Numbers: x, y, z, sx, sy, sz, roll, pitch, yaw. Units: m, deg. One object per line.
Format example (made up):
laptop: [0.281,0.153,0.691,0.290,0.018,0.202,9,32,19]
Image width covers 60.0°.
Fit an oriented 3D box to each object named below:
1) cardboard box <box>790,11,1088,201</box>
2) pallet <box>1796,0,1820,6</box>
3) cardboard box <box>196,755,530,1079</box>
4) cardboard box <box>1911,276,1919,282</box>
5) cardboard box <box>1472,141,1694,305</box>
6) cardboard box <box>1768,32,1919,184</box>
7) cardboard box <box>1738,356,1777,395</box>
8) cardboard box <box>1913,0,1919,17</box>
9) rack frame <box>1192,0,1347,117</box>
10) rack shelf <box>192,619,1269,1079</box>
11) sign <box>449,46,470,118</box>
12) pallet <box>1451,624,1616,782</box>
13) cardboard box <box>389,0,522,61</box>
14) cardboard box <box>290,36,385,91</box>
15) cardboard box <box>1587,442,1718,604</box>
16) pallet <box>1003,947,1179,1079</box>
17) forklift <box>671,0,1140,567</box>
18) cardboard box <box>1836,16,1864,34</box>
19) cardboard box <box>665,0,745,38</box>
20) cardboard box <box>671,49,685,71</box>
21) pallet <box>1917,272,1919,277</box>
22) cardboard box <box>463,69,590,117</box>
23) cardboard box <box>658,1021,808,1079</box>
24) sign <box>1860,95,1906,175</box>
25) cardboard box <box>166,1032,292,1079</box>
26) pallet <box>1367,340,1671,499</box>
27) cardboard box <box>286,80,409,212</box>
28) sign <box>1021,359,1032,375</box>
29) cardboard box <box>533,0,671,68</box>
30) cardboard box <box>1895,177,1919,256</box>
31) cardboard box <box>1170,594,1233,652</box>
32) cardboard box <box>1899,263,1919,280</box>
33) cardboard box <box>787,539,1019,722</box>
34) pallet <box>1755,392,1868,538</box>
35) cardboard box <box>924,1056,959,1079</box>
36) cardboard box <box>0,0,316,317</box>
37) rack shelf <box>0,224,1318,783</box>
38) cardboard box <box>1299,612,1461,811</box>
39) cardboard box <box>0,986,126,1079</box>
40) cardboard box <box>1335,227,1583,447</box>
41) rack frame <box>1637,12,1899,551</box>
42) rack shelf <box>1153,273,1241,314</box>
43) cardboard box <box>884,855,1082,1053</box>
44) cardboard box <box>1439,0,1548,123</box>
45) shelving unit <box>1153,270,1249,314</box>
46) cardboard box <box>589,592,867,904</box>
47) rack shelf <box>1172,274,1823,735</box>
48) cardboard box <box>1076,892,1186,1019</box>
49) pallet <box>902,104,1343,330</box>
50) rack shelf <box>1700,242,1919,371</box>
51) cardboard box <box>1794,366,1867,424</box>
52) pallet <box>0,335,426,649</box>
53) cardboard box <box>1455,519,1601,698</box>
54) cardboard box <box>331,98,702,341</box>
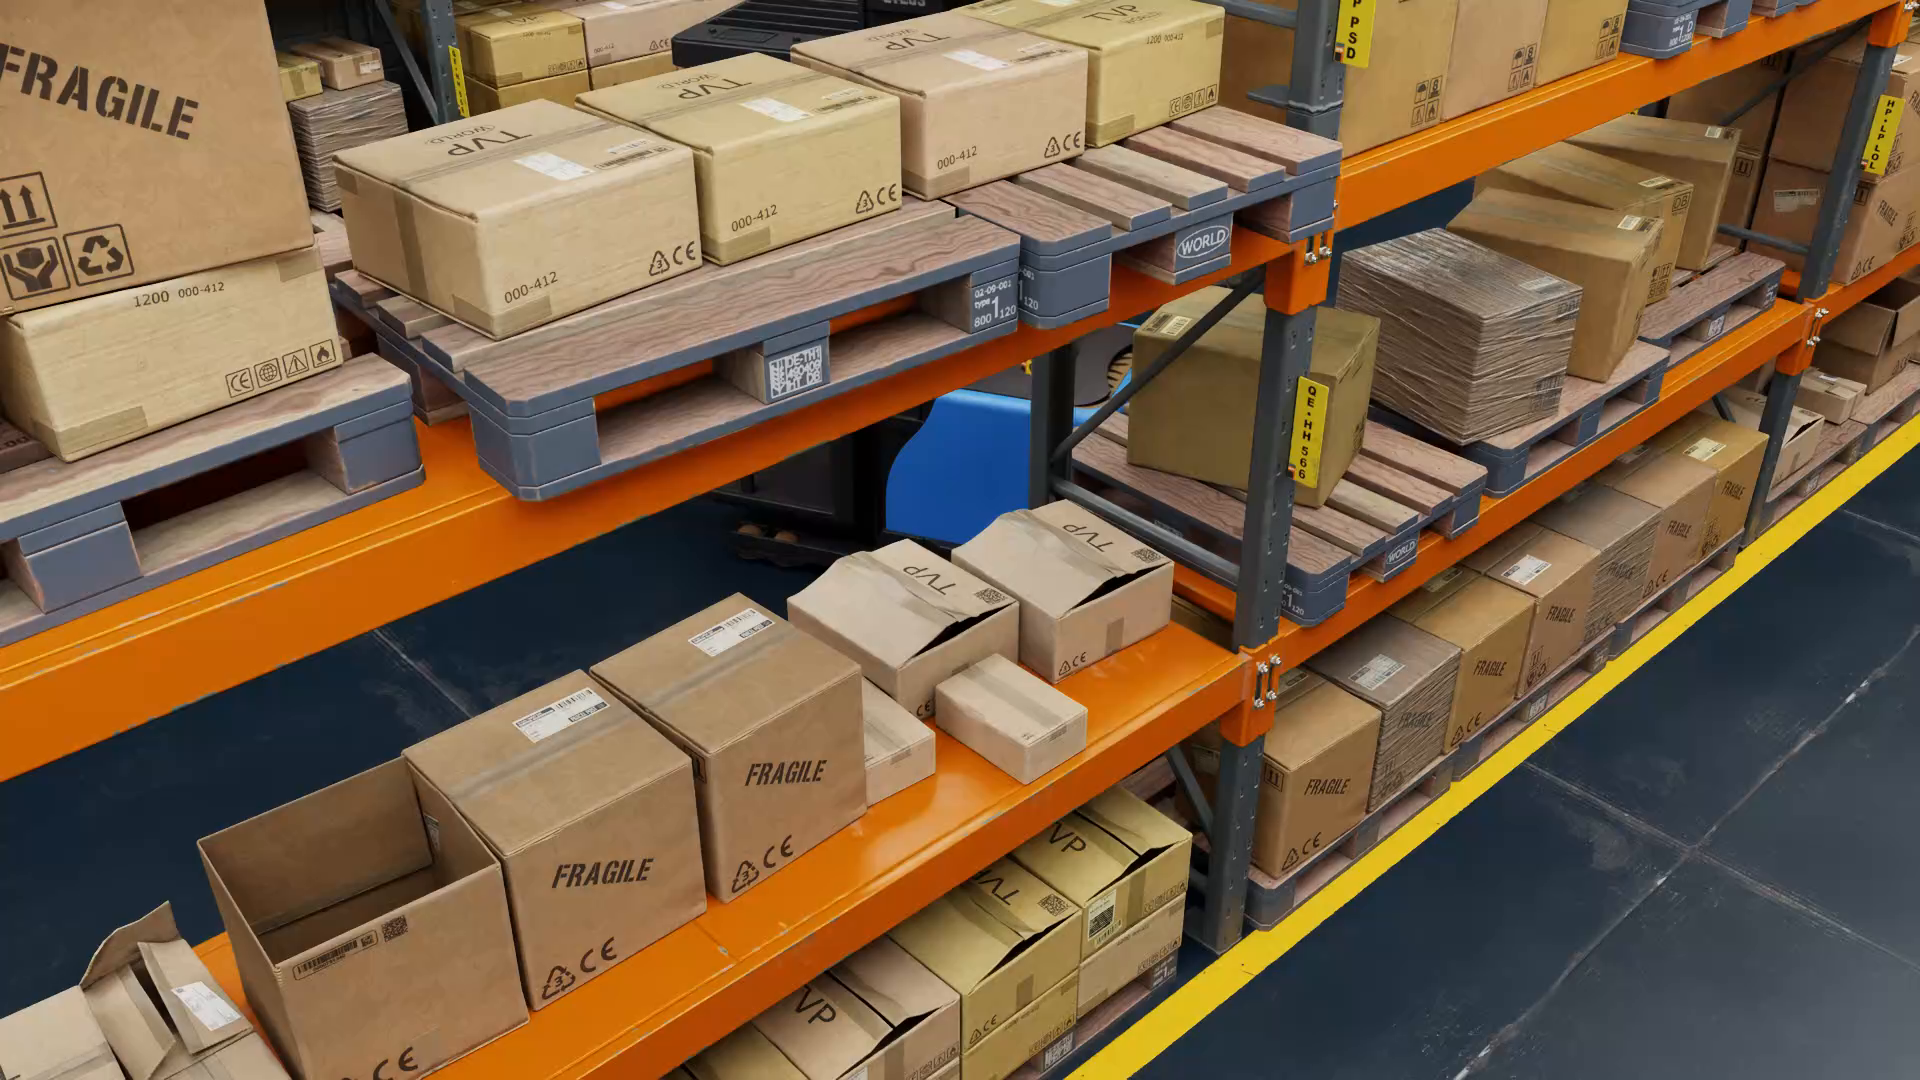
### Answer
cardboard box: [-0.050,-1.043,3.945,0.500,0.250,0.500,-25,39,-34]
pallet: [3.024,-2.437,6.665,1.003,0.211,1.213,-26,40,-35]
cardboard box: [-1.356,0.900,3.807,0.500,0.500,0.500,-23,38,-32]
cardboard box: [5.893,-1.443,10.029,0.250,0.166,0.380,-26,40,-35]
cardboard box: [2.589,-1.313,7.023,0.500,0.500,0.700,-19,36,-28]
cardboard box: [4.086,-1.970,7.543,0.500,0.500,0.500,-25,39,-34]
cardboard box: [4.324,-1.059,9.262,0.500,0.311,0.500,-26,40,-35]
cardboard box: [4.842,-2.336,8.140,0.500,0.500,0.500,-27,41,-37]
rack frame: [0.616,-2.582,3.847,0.127,3.000,1.000,-26,40,-35]
rack shelf: [-0.850,0.993,4.440,4.000,0.370,1.077,-26,40,-35]
sign: [-2.379,-2.173,7.894,0.005,0.325,0.100,-26,40,-35]
pallet: [2.084,0.486,7.253,1.213,0.211,1.003,-26,40,-35]
cardboard box: [-2.598,-2.675,8.630,0.500,0.250,0.500,-25,39,-34]
cardboard box: [-2.987,-2.290,7.980,0.380,0.149,0.250,23,38,33]
cardboard box: [3.014,-0.106,7.523,0.500,0.500,0.500,-26,40,-35]
pallet: [-0.014,1.444,5.687,1.213,0.211,1.003,-26,40,-35]
forklift: [-0.588,-1.366,7.674,3.031,2.935,1.130,11,33,17]
cardboard box: [4.118,-2.372,8.200,0.500,0.500,0.500,-27,40,-36]
cardboard box: [-1.489,-2.847,8.911,0.500,0.250,0.500,-26,40,-35]
cardboard box: [-1.469,-2.527,9.107,0.500,0.500,0.500,-26,40,-36]
pallet: [5.843,-1.361,10.273,1.213,0.211,1.003,-26,40,-35]
cardboard box: [-2.224,-2.169,8.522,0.500,0.500,0.500,-24,39,-34]
cardboard box: [-0.718,1.553,4.530,0.500,0.311,0.500,-25,39,-34]
sign: [3.930,-1.725,7.085,0.005,0.325,0.100,-26,40,-35]
cardboard box: [-1.528,1.267,3.544,0.250,0.149,0.380,-26,40,-35]
pallet: [2.039,-0.633,6.593,1.213,0.211,1.003,-26,40,-35]
cardboard box: [-3.092,-1.976,8.089,0.700,0.500,0.500,24,39,34]
sign: [0.241,-0.687,5.465,0.005,0.325,0.100,-26,40,-35]
cardboard box: [-1.853,-2.668,8.619,0.500,0.250,0.500,-26,40,-36]
cardboard box: [4.482,-1.744,8.131,0.500,0.500,0.500,-25,39,-35]
cardboard box: [1.143,0.434,6.639,0.500,0.500,0.500,-24,39,-34]
cardboard box: [5.524,-1.613,10.227,0.500,0.250,0.500,-26,40,-35]
cardboard box: [-0.171,0.258,5.038,0.500,0.311,0.500,-26,40,-36]
pallet: [4.054,-0.495,8.858,1.213,0.211,1.003,-26,40,-35]
cardboard box: [-0.350,1.612,4.971,0.500,0.250,0.500,-25,39,-34]
cardboard box: [-1.436,-0.733,2.721,0.500,0.500,0.500,-22,38,-31]
rack shelf: [-0.850,-0.286,3.657,4.000,0.370,1.077,-26,40,-35]
cardboard box: [1.525,0.616,6.342,0.500,0.500,0.500,-27,41,-37]
cardboard box: [-1.985,1.269,3.444,0.500,0.250,0.500,-23,38,-33]
cardboard box: [1.802,-0.763,6.123,0.500,0.500,0.700,-18,36,-27]
rack frame: [3.550,-1.442,7.732,0.127,3.000,1.000,-26,40,-35]
rack shelf: [1.167,-1.143,8.133,0.431,0.518,0.480,2,32,3]
cardboard box: [0.023,1.199,5.110,0.500,0.311,0.500,-27,40,-36]
cardboard box: [1.287,-1.694,5.174,0.500,0.500,0.910,-26,40,-35]
shelving unit: [1.167,-1.155,8.126,0.431,2.100,0.503,2,32,3]
cardboard box: [-0.603,0.536,4.403,0.500,0.500,0.500,27,40,36]
rack shelf: [2.083,-0.425,6.760,4.000,0.370,1.077,-26,40,-35]
cardboard box: [0.396,1.251,5.562,0.500,0.250,0.500,-25,39,-34]
pallet: [0.180,-0.947,4.229,1.003,0.211,1.213,-24,39,-33]
rack shelf: [5.016,-1.844,9.080,4.000,0.370,1.077,-26,40,-35]
cardboard box: [4.632,-0.797,8.973,0.250,0.166,0.380,-26,40,-35]
pallet: [-1.679,-0.120,2.879,0.805,0.209,1.217,27,41,37]
cardboard box: [2.275,0.253,6.936,0.500,0.500,0.500,-27,41,-37]
cardboard box: [-0.873,-0.654,3.310,0.500,0.250,0.500,25,40,35]
